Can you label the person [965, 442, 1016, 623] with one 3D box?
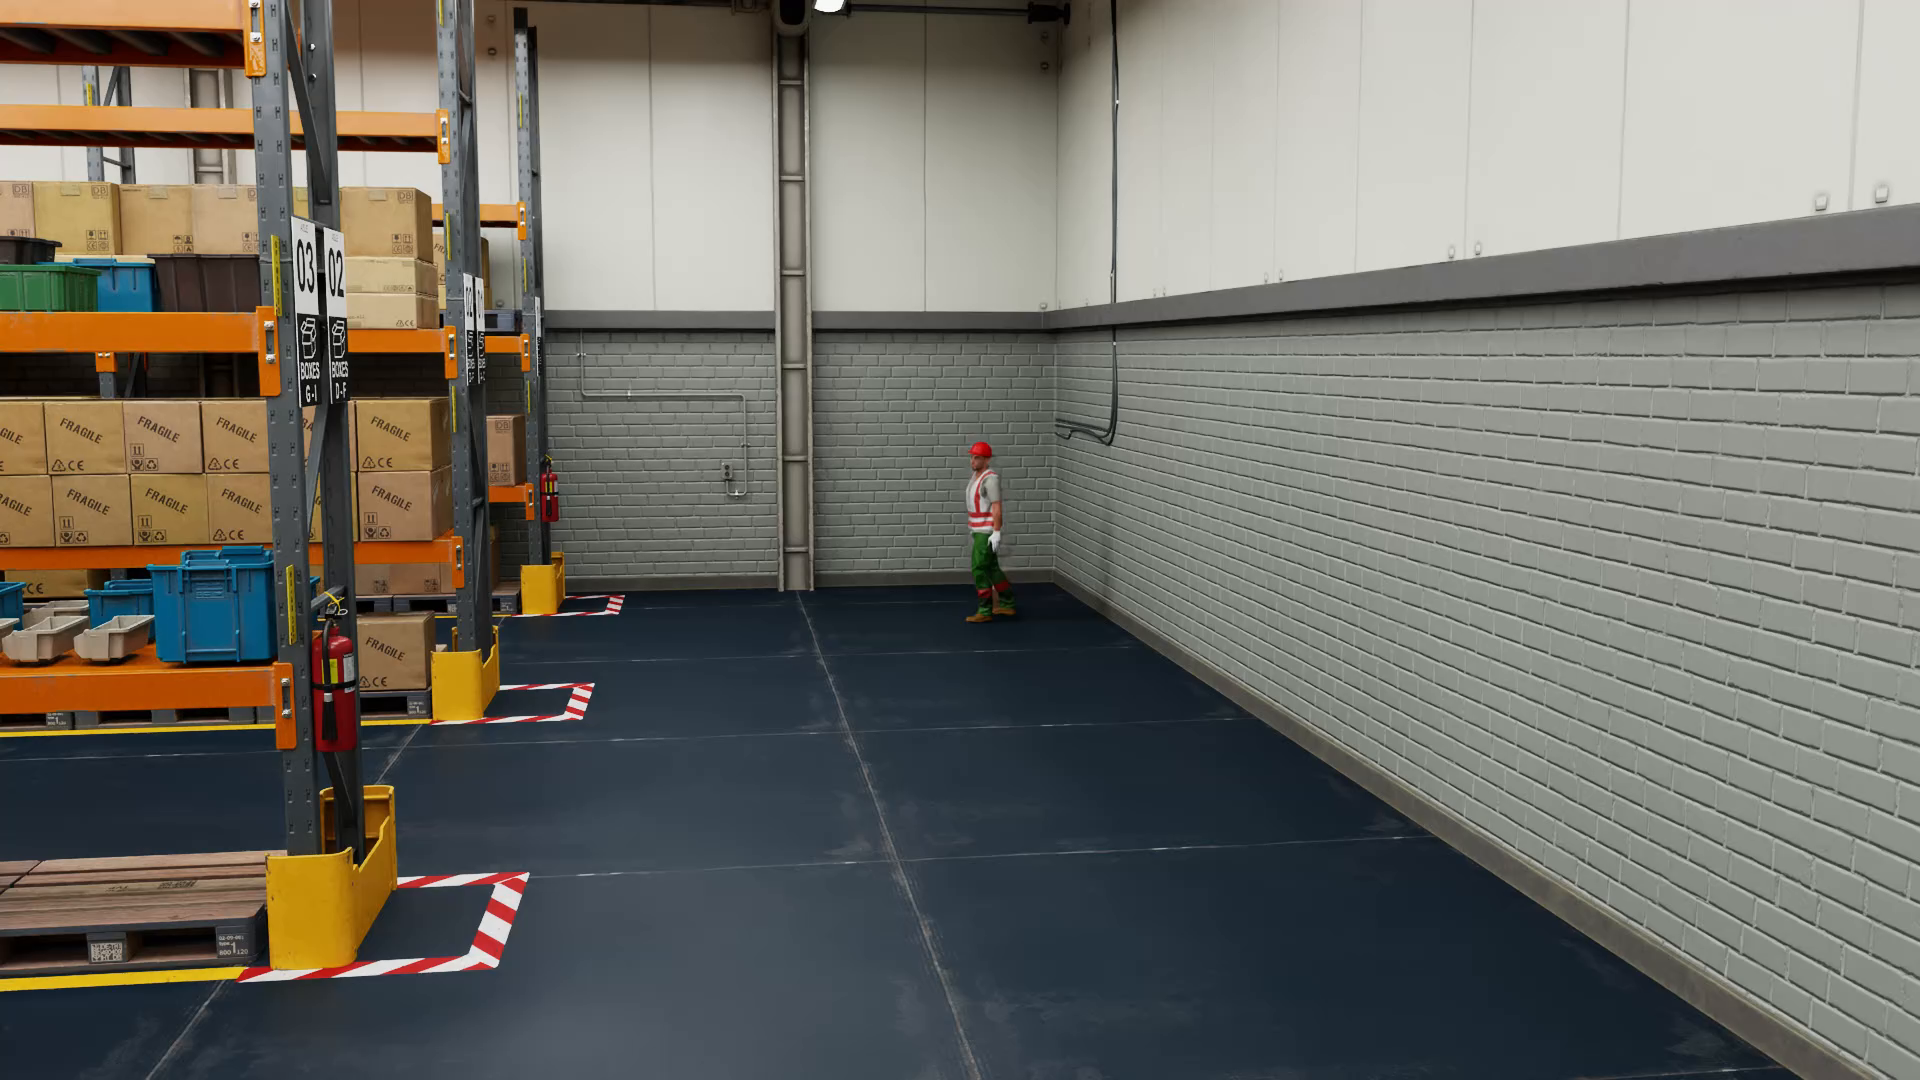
[{"bbox_3d":[0.304,-0.084,16.365,0.567,1.775,0.577,-2,7,-15],"label":"person"}]
